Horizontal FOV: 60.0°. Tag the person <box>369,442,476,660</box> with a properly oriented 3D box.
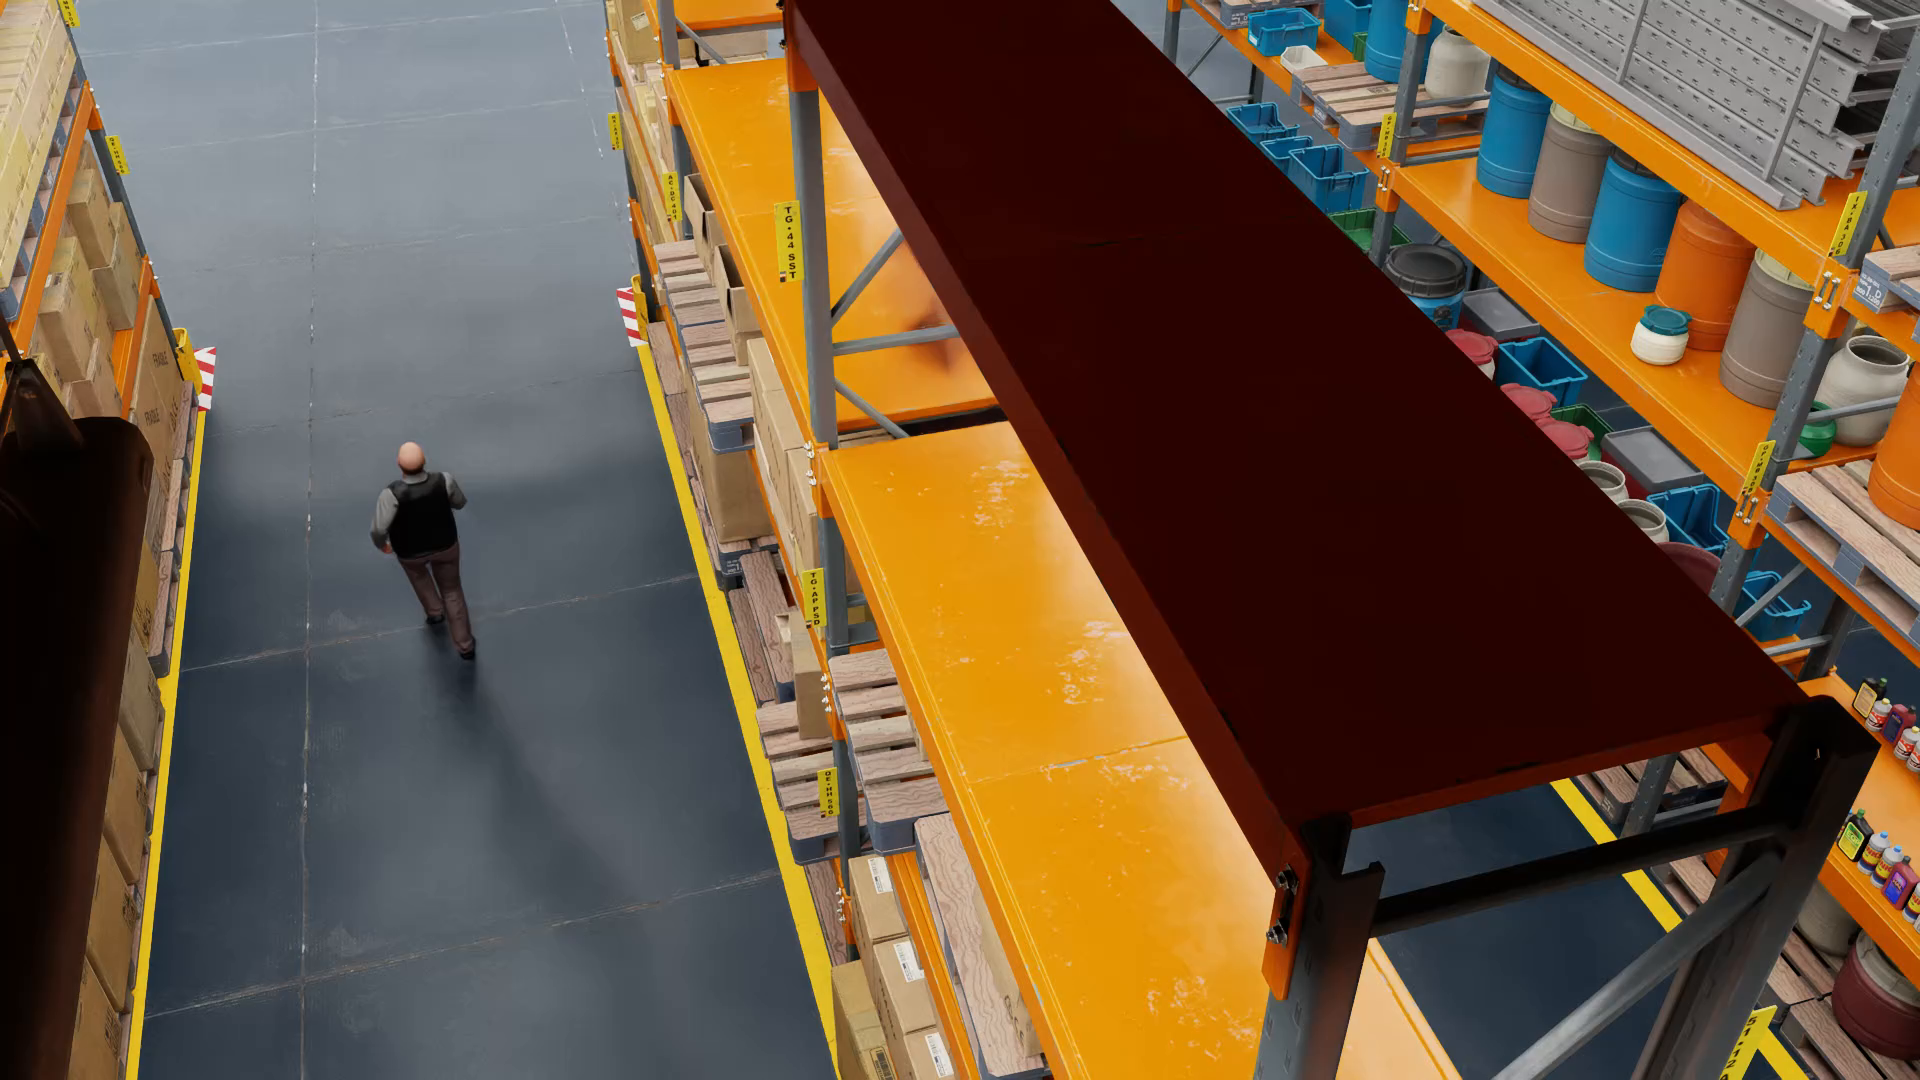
[{"bbox_3d":[-3.650,0.063,11.389,0.657,1.749,0.750,-15,41,-18],"label":"person"}]
